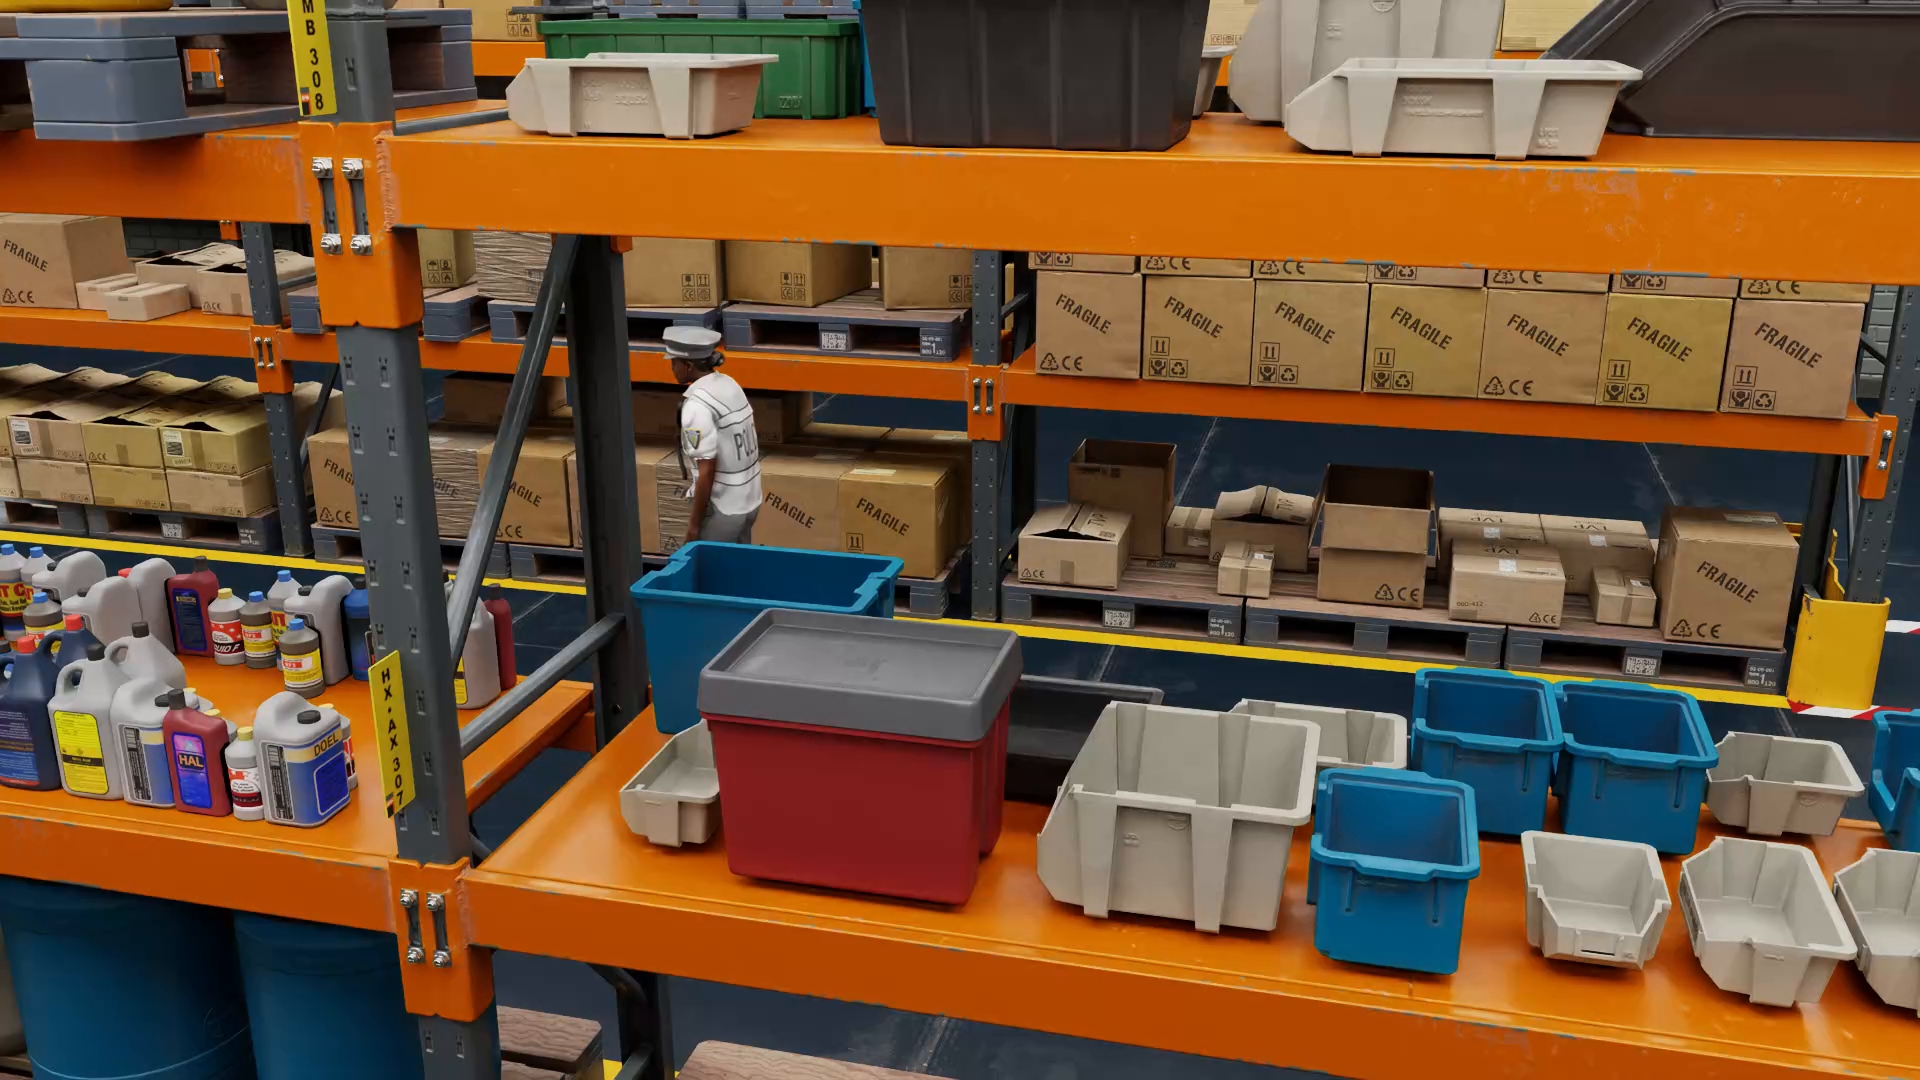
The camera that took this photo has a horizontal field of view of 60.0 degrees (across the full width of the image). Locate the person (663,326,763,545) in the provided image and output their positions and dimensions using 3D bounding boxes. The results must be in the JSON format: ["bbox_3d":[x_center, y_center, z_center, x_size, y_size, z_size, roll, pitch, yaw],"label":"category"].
[{"bbox_3d":[-1.095,-0.135,7.468,0.394,1.657,0.504,4,19,13],"label":"person"}]
